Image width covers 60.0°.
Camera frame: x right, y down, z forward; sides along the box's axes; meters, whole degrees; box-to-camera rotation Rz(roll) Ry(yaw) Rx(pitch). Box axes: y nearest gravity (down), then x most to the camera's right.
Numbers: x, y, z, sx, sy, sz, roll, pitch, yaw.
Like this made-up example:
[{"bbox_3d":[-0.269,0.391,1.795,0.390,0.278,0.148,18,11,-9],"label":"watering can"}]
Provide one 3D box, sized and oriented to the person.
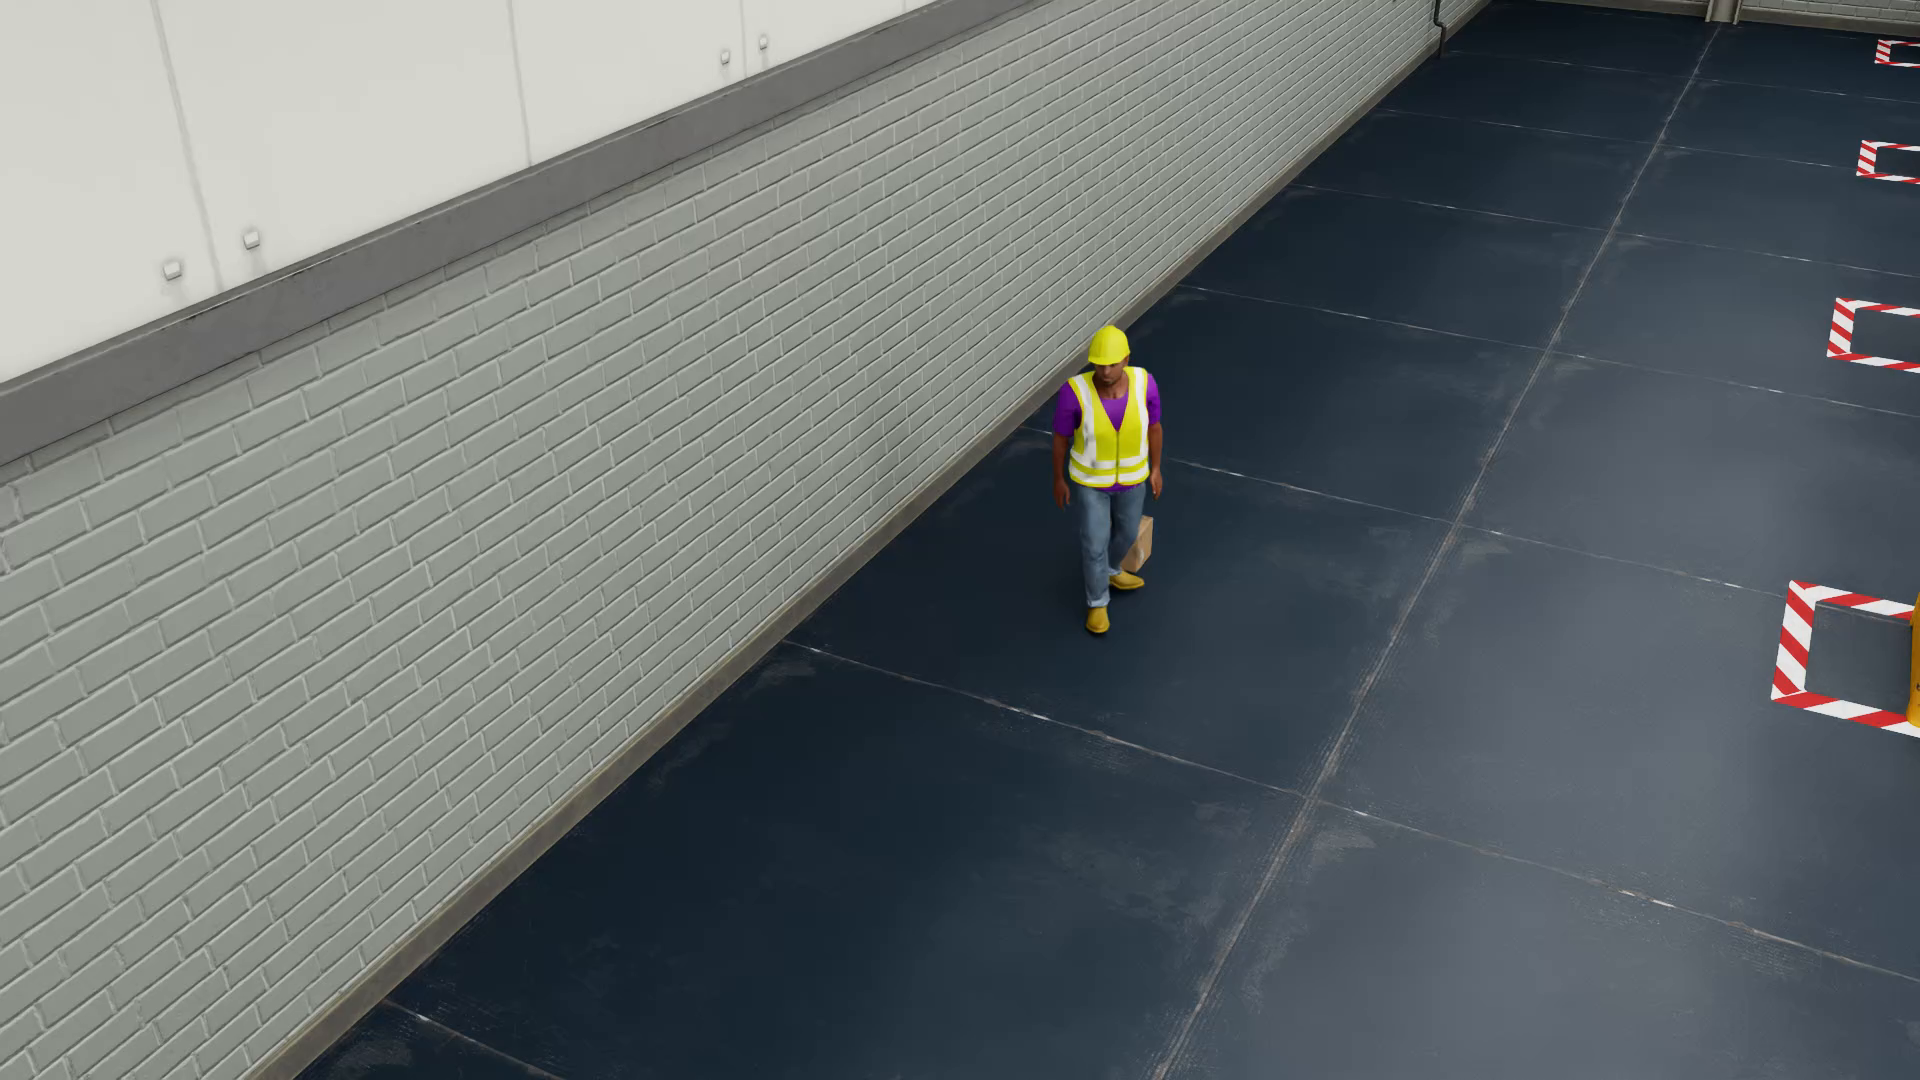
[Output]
[{"bbox_3d":[0.780,-0.370,8.921,0.607,1.755,0.580,-6,30,-11],"label":"person"}]
